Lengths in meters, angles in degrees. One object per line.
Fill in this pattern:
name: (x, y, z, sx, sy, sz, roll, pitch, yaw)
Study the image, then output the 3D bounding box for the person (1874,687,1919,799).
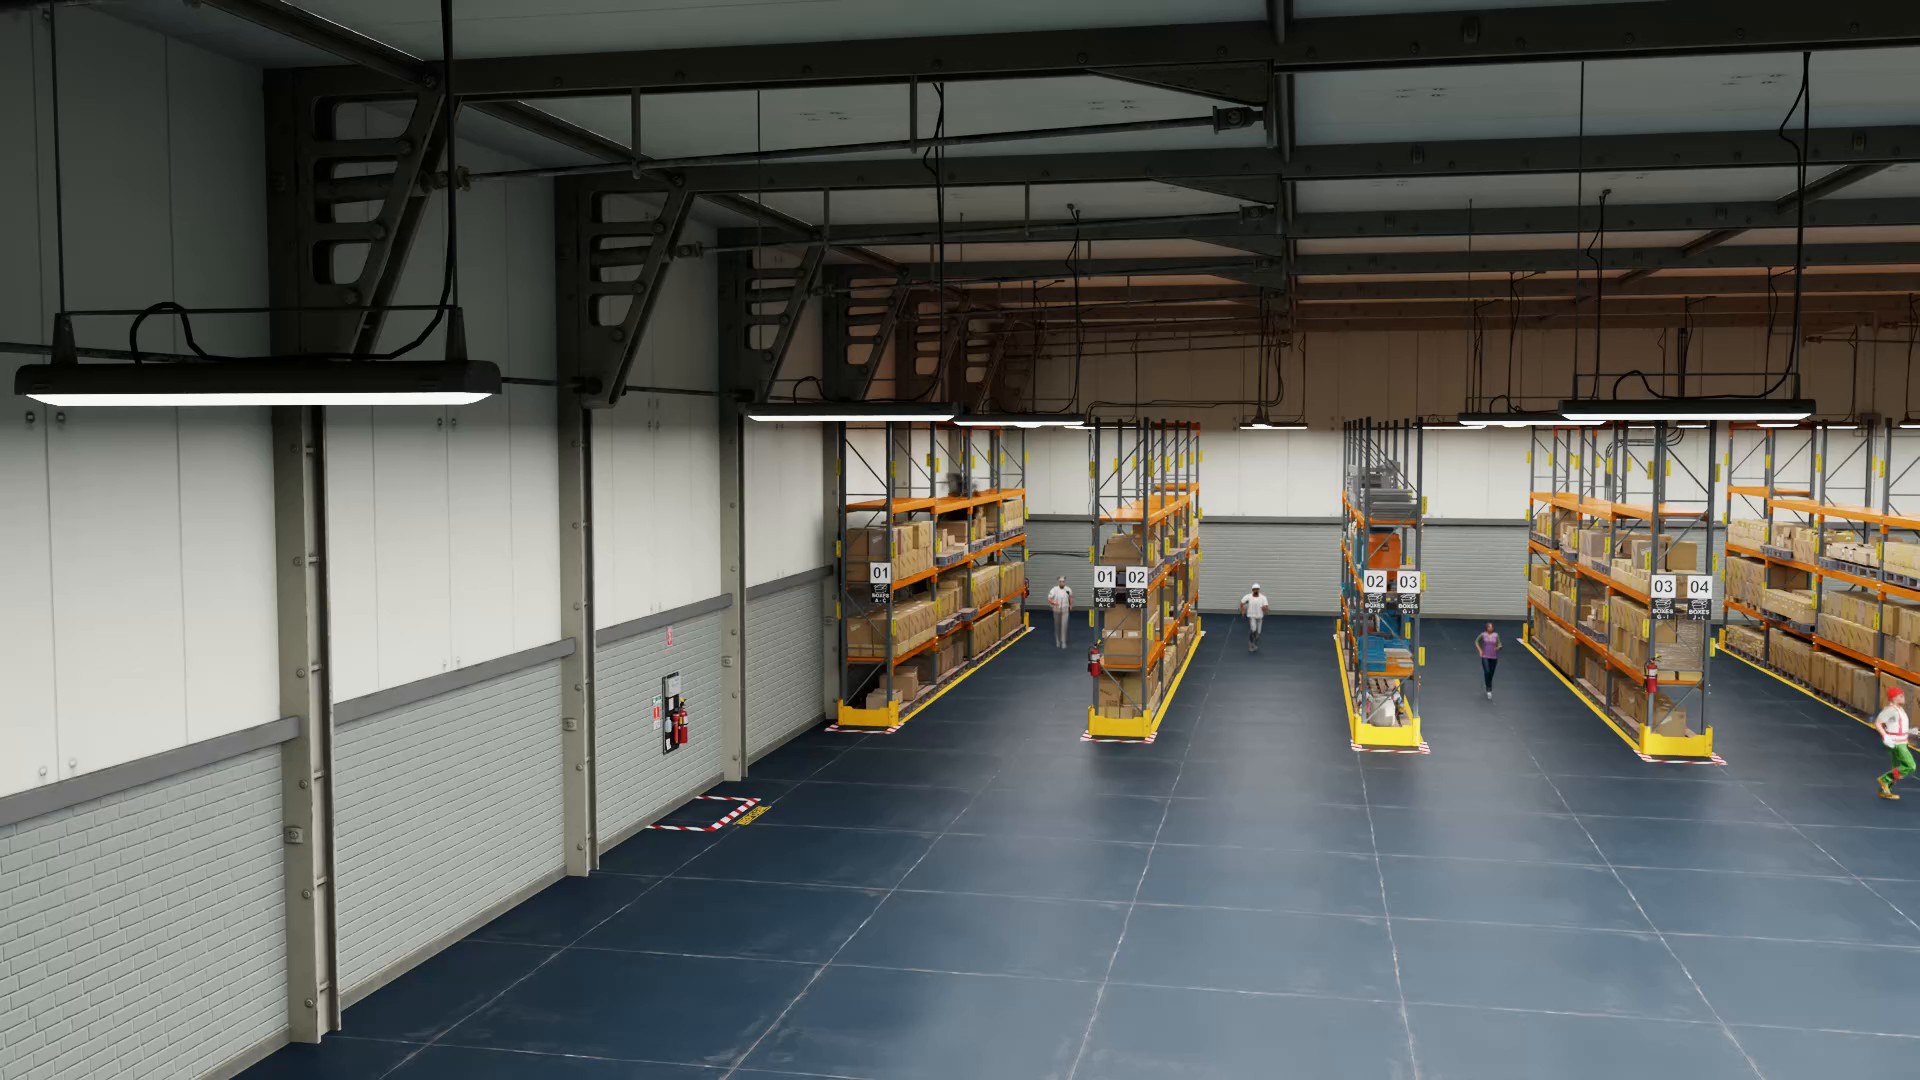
person: (14.593, 3.165, 25.824, 0.598, 1.744, 0.646, 3, 5, 41)

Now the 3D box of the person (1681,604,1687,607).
person: (18.888, 2.058, 43.737, 0.634, 1.694, 0.656, 1, 4, 18)

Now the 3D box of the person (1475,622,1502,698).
person: (11.448, 2.572, 35.991, 0.538, 1.610, 0.789, 0, 4, 5)

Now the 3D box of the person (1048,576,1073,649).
person: (2.553, 1.825, 42.184, 0.659, 1.840, 0.867, 0, 4, 2)

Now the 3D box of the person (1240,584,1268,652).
person: (7.700, 2.034, 43.360, 0.669, 1.787, 0.720, 0, 4, -6)
